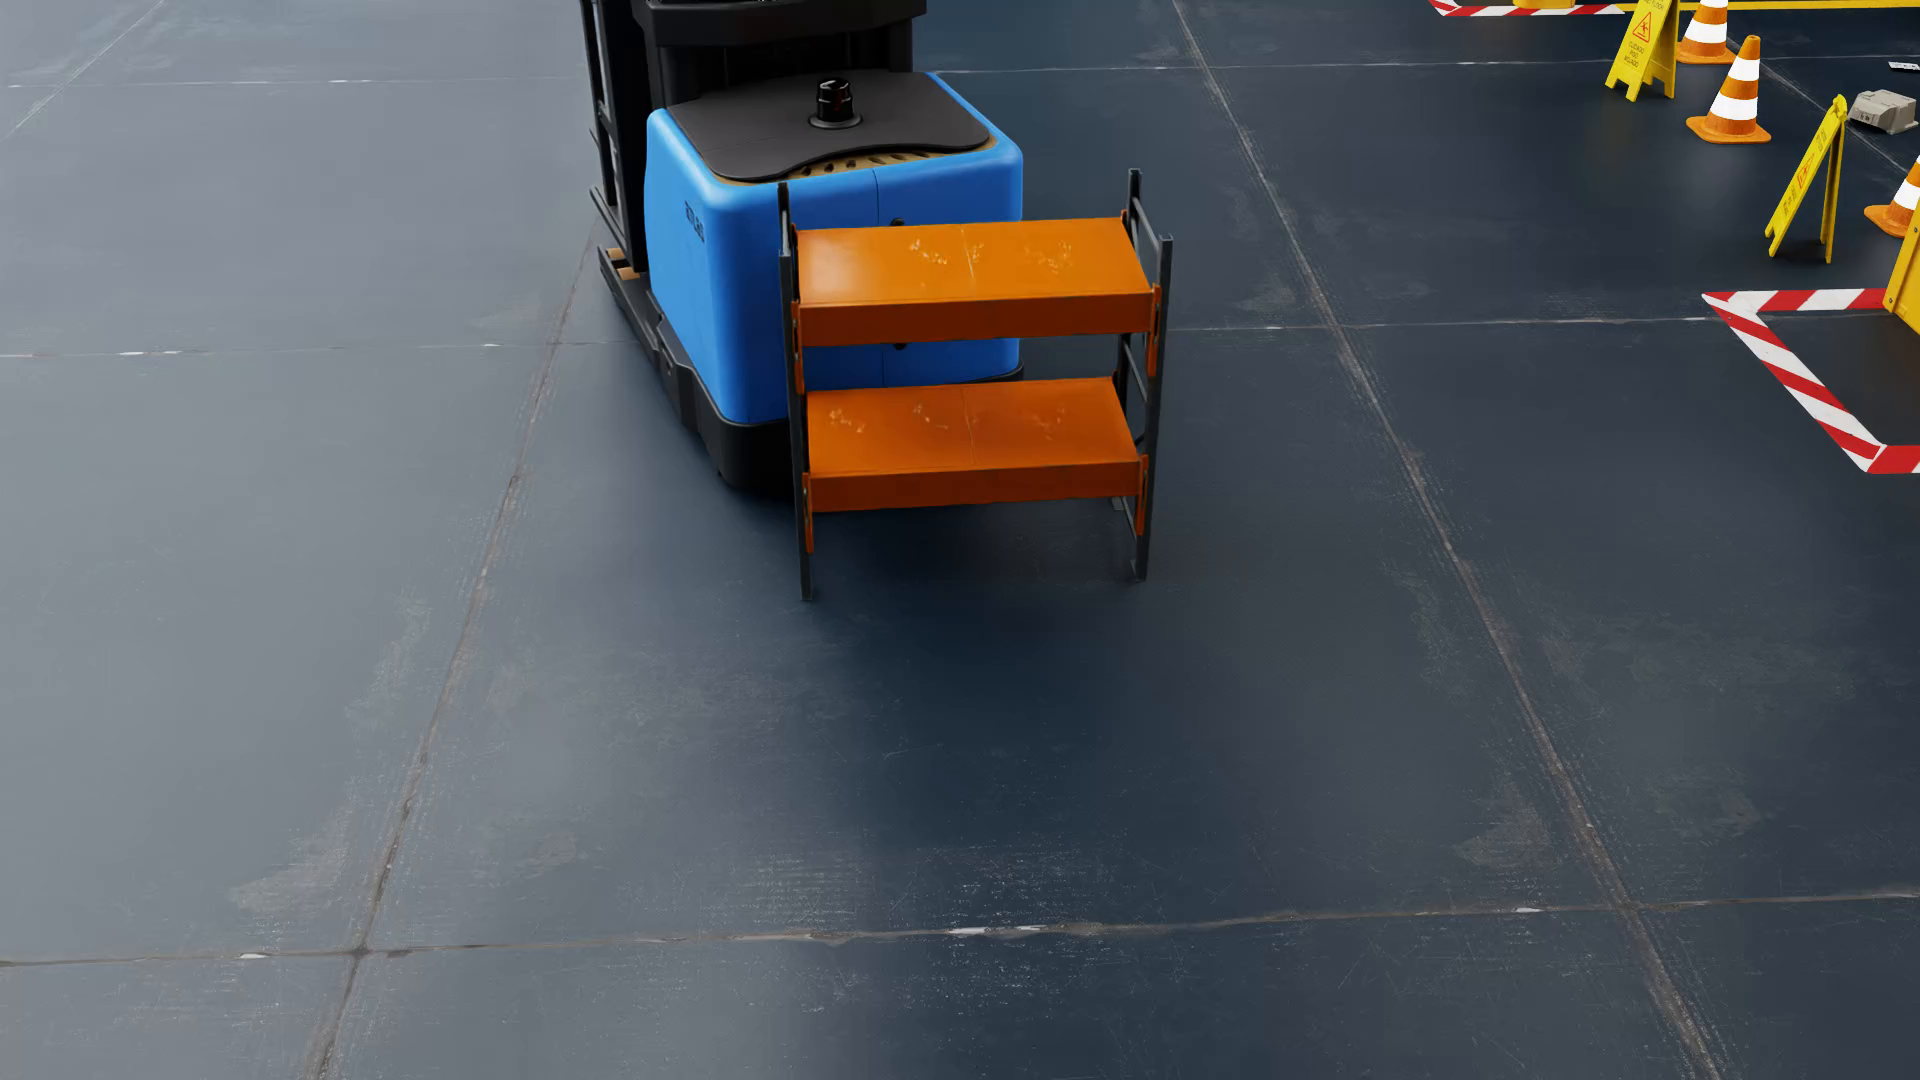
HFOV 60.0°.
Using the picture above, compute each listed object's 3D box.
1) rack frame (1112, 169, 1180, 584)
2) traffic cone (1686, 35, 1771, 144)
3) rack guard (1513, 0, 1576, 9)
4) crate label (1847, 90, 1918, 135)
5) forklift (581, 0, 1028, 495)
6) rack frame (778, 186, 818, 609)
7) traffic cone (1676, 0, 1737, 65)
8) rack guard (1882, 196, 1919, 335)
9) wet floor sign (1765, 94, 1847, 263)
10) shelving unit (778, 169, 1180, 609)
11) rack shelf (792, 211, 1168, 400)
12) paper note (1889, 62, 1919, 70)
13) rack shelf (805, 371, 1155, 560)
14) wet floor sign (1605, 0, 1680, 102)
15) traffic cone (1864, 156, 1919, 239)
[{"bbox_3d":[0.539,-0.472,4.943,0.032,1.125,0.500,-4,35,-6],"label":"rack frame"},{"bbox_3d":[3.759,-2.191,8.010,0.334,0.463,0.336,-2,35,-2],"label":"traffic cone"},{"bbox_3d":[3.423,-3.650,10.085,0.348,0.500,1.175,-2,35,-2],"label":"rack guard"},{"bbox_3d":[4.541,-2.114,8.184,0.298,0.136,0.250,-20,39,-26],"label":"crate label"},{"bbox_3d":[-0.797,-2.180,5.825,1.130,2.935,3.031,-13,37,-18],"label":"forklift"},{"bbox_3d":[-0.470,-0.400,4.840,0.032,1.125,0.500,-4,35,-6],"label":"rack frame"},{"bbox_3d":[4.045,-2.843,8.951,0.334,0.463,0.336,-2,35,-2],"label":"traffic cone"},{"bbox_3d":[3.859,-0.842,6.028,0.348,0.500,1.175,-2,35,-2],"label":"rack guard"},{"bbox_3d":[3.542,-1.503,6.855,0.232,0.644,0.267,10,36,14],"label":"wet floor sign"},{"bbox_3d":[0.034,-0.436,4.892,1.048,1.125,0.538,-4,35,-6],"label":"shelving unit"},{"bbox_3d":[0.034,-0.677,4.725,1.000,0.278,0.538,-4,35,-6],"label":"rack shelf"},{"bbox_3d":[5.052,-2.533,8.885,0.142,0.017,0.144,10,36,14],"label":"paper note"},{"bbox_3d":[0.034,-0.235,5.031,1.000,0.278,0.538,-4,35,-6],"label":"rack shelf"},{"bbox_3d":[3.512,-2.585,8.418,0.232,0.644,0.267,-7,35,-10],"label":"wet floor sign"},{"bbox_3d":[4.151,-1.570,7.111,0.334,0.463,0.336,-2,35,-2],"label":"traffic cone"}]
